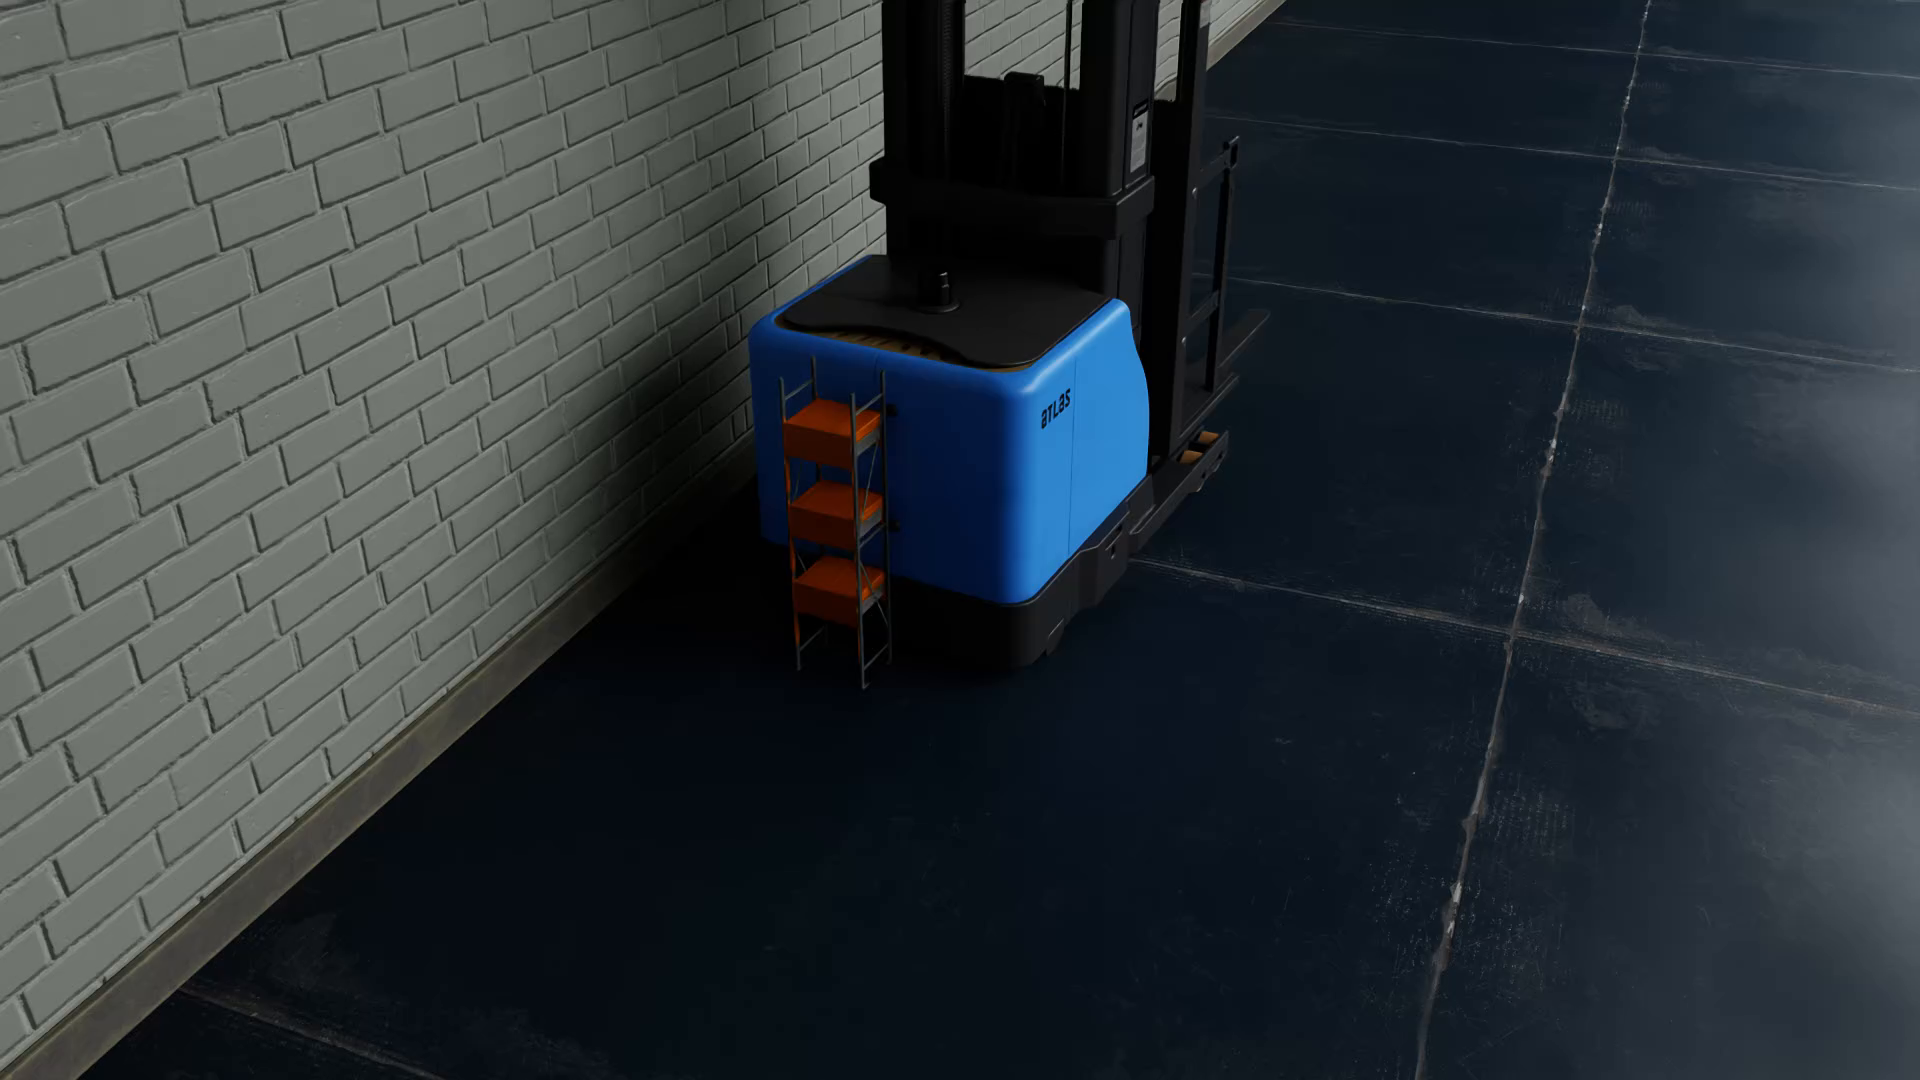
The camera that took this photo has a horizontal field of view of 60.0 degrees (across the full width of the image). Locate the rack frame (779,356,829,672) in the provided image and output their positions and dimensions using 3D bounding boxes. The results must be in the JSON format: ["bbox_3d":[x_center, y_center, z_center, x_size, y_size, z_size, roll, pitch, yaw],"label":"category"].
[{"bbox_3d":[-0.493,-0.067,5.301,0.008,1.050,0.200,14,32,23],"label":"rack frame"}]

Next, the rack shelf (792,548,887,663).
[{"bbox_3d":[-0.384,0.211,5.395,0.240,0.259,0.215,14,32,23],"label":"rack shelf"}]

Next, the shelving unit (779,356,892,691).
[{"bbox_3d":[-0.384,-0.040,5.253,0.252,1.050,0.215,14,32,23],"label":"shelving unit"}]

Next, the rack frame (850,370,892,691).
[{"bbox_3d":[-0.275,-0.013,5.205,0.008,1.050,0.200,14,32,23],"label":"rack frame"}]

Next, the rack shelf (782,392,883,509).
[{"bbox_3d":[-0.384,-0.277,5.118,0.240,0.259,0.215,14,32,23],"label":"rack shelf"}]

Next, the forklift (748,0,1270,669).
[{"bbox_3d":[0.433,-1.557,6.025,1.130,2.935,3.031,14,32,24],"label":"forklift"}]

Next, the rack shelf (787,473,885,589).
[{"bbox_3d":[-0.384,-0.030,5.258,0.240,0.259,0.215,14,32,23],"label":"rack shelf"}]
